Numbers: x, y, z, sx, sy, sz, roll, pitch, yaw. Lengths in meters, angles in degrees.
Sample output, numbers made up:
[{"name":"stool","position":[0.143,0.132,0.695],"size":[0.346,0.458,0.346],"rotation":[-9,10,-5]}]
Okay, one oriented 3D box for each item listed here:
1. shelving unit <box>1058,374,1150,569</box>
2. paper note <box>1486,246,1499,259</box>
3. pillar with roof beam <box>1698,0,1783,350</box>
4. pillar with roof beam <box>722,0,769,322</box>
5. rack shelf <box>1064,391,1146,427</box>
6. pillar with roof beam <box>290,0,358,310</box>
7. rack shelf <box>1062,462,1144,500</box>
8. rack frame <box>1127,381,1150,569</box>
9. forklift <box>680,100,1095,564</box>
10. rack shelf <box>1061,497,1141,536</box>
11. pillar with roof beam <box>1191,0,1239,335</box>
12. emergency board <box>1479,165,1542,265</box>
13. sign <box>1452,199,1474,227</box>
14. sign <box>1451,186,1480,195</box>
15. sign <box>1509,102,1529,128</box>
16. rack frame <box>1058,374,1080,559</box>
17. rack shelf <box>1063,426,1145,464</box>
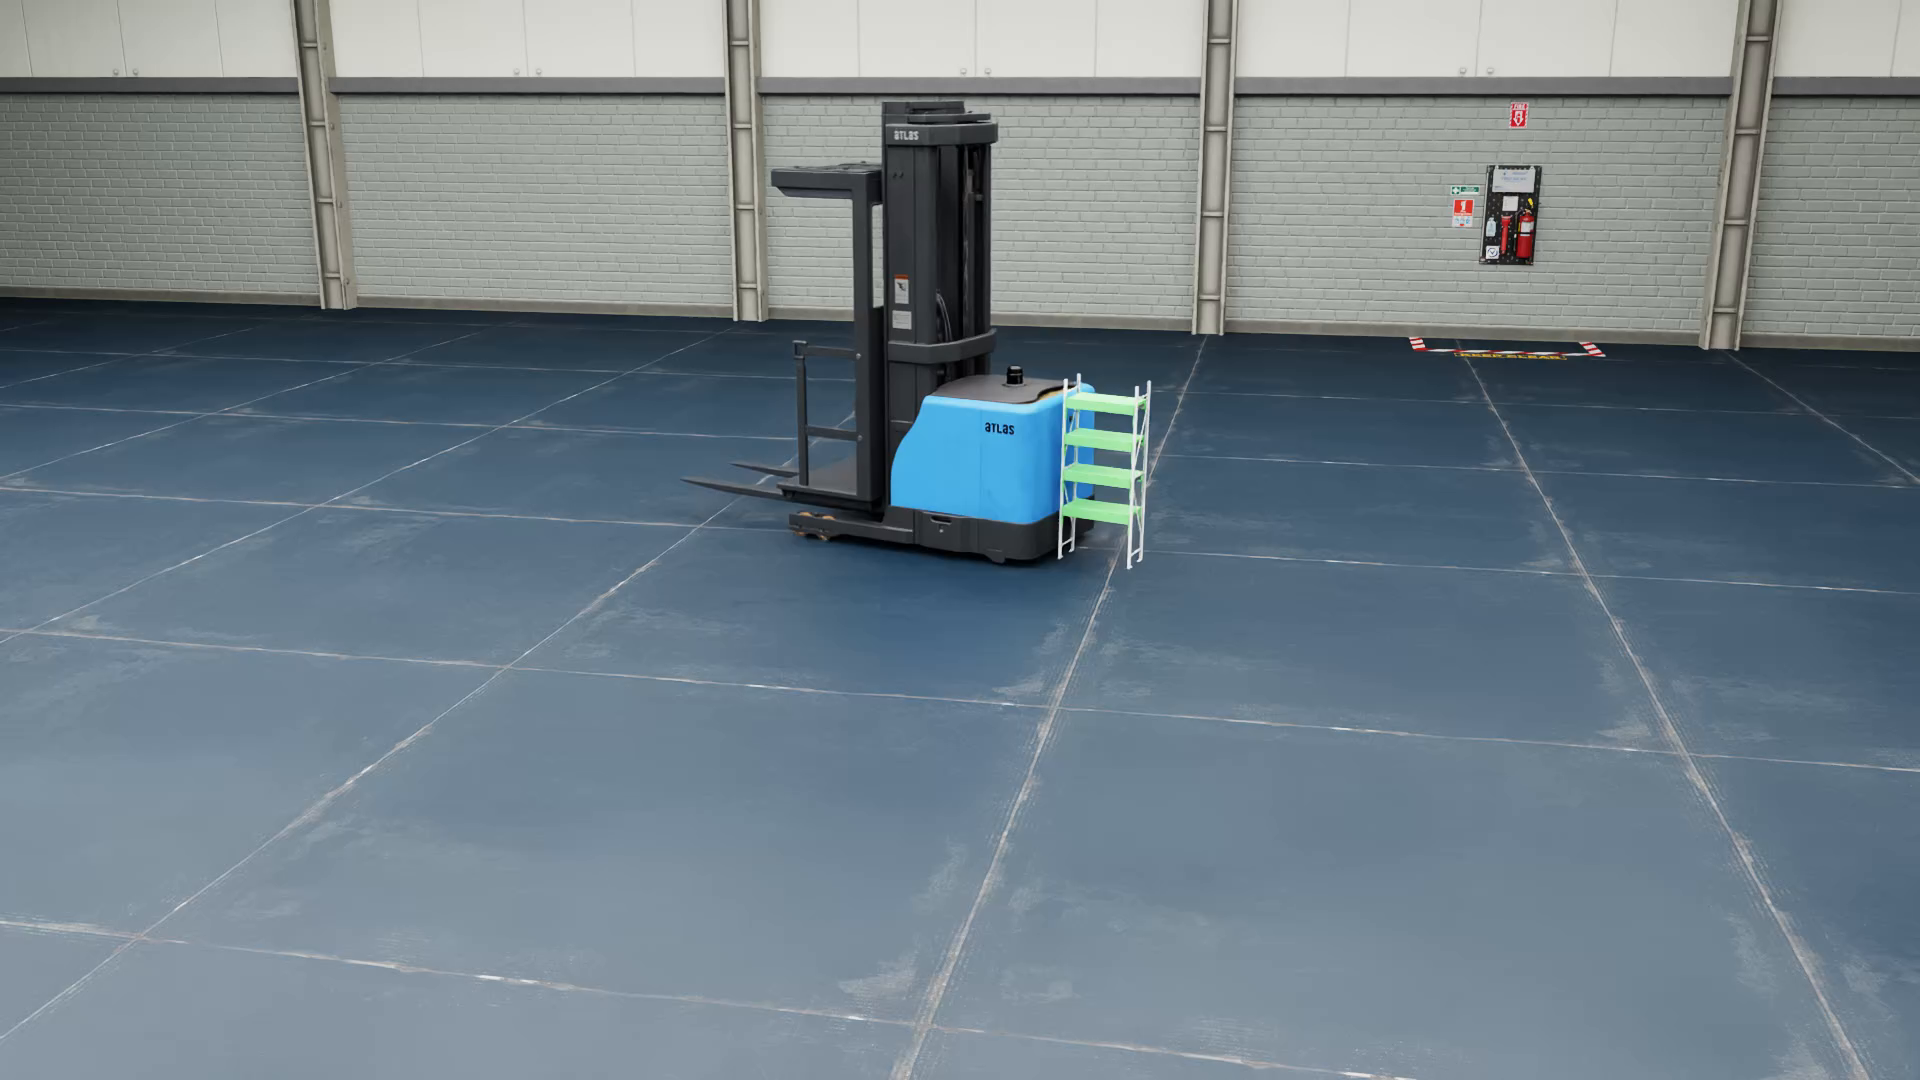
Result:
[{"name":"shelving unit","position":[0.937,-0.450,10.852],"size":[0.503,1.200,0.258],"rotation":[9,18,25]},{"name":"paper note","position":[6.422,-3.470,20.051],"size":[0.142,0.148,0.016],"rotation":[3,16,11]},{"name":"pillar with roof beam","position":[8.138,-5.491,14.457],"size":[0.400,9.000,9.100],"rotation":[3,16,11]},{"name":"pillar with roof beam","position":[-3.622,-6.129,16.761],"size":[0.400,9.000,9.100],"rotation":[3,16,11]},{"name":"rack shelf","position":[0.943,-0.850,10.738],"size":[0.480,0.148,0.258],"rotation":[9,18,25]},{"name":"pillar with roof beam","position":[-9.501,-6.448,17.914],"size":[0.400,9.000,9.100],"rotation":[3,16,11]},{"name":"rack shelf","position":[0.936,-0.388,10.870],"size":[0.480,0.148,0.258],"rotation":[9,18,25]},{"name":"rack frame","position":[1.155,-0.417,10.748],"size":[0.015,1.200,0.240],"rotation":[9,18,25]},{"name":"forklift","position":[-0.599,-1.528,11.516],"size":[3.031,2.935,1.130],"rotation":[9,18,29]},{"name":"rack shelf","position":[0.933,-0.158,10.936],"size":[0.480,0.148,0.258],"rotation":[9,18,25]},{"name":"pillar with roof beam","position":[2.258,-5.810,15.609],"size":[0.400,9.000,9.100],"rotation":[3,16,11]},{"name":"emergency board","position":[6.581,-3.867,19.834],"size":[0.643,1.169,0.194],"rotation":[3,16,11]},{"name":"sign","position":[6.060,-3.941,20.033],"size":[0.234,0.329,0.001],"rotation":[3,16,11]},{"name":"sign","position":[6.063,-4.194,19.953],"size":[0.331,0.109,0.001],"rotation":[3,16,11]},{"name":"sign","position":[6.593,-5.011,19.620],"size":[0.199,0.298,0.001],"rotation":[3,16,11]},{"name":"rack frame","position":[0.719,-0.483,10.956],"size":[0.015,1.200,0.240],"rotation":[9,18,25]},{"name":"rack shelf","position":[0.940,-0.619,10.804],"size":[0.480,0.148,0.258],"rotation":[9,18,25]}]
